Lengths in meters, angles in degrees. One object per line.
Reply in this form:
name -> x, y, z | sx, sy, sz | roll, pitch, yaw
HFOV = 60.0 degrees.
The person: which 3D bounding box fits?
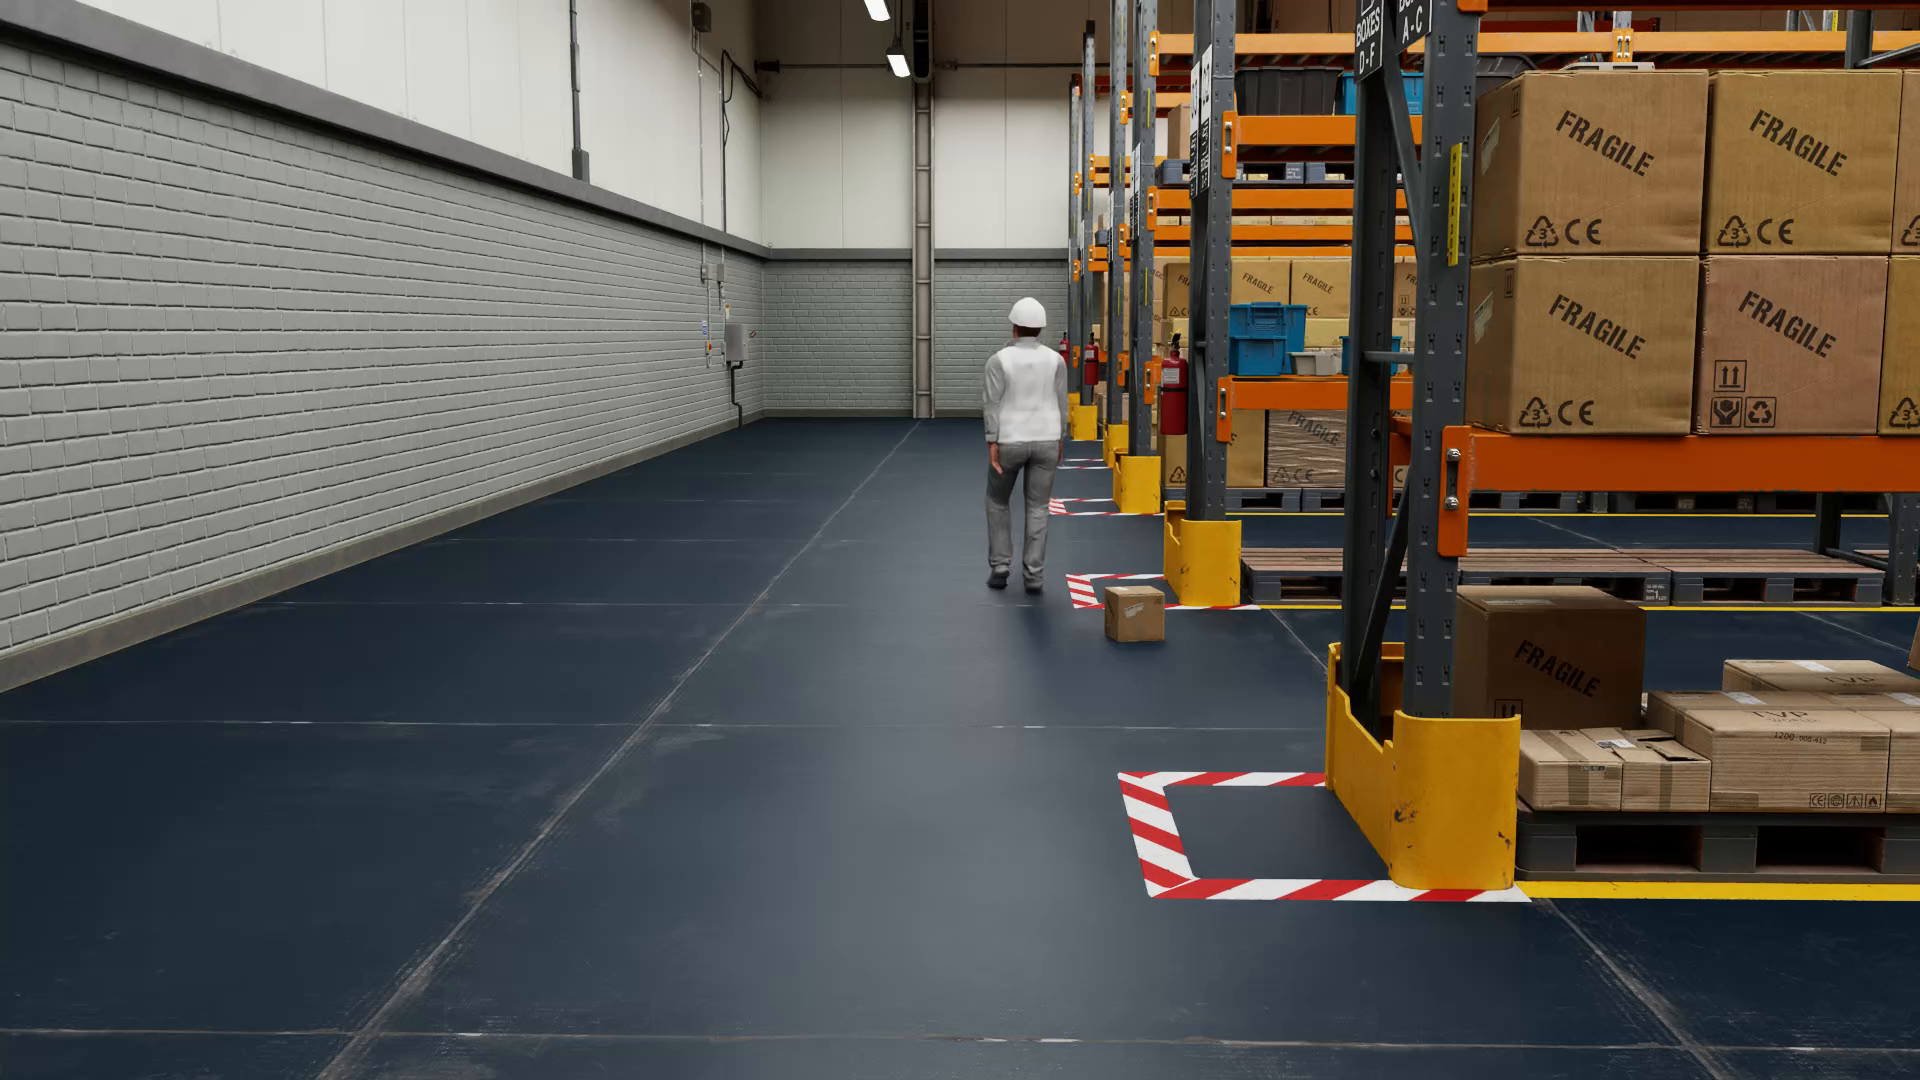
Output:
person -> 0.396, -0.561, 10.220 | 0.552, 1.836, 0.541 | -1, 7, -6
